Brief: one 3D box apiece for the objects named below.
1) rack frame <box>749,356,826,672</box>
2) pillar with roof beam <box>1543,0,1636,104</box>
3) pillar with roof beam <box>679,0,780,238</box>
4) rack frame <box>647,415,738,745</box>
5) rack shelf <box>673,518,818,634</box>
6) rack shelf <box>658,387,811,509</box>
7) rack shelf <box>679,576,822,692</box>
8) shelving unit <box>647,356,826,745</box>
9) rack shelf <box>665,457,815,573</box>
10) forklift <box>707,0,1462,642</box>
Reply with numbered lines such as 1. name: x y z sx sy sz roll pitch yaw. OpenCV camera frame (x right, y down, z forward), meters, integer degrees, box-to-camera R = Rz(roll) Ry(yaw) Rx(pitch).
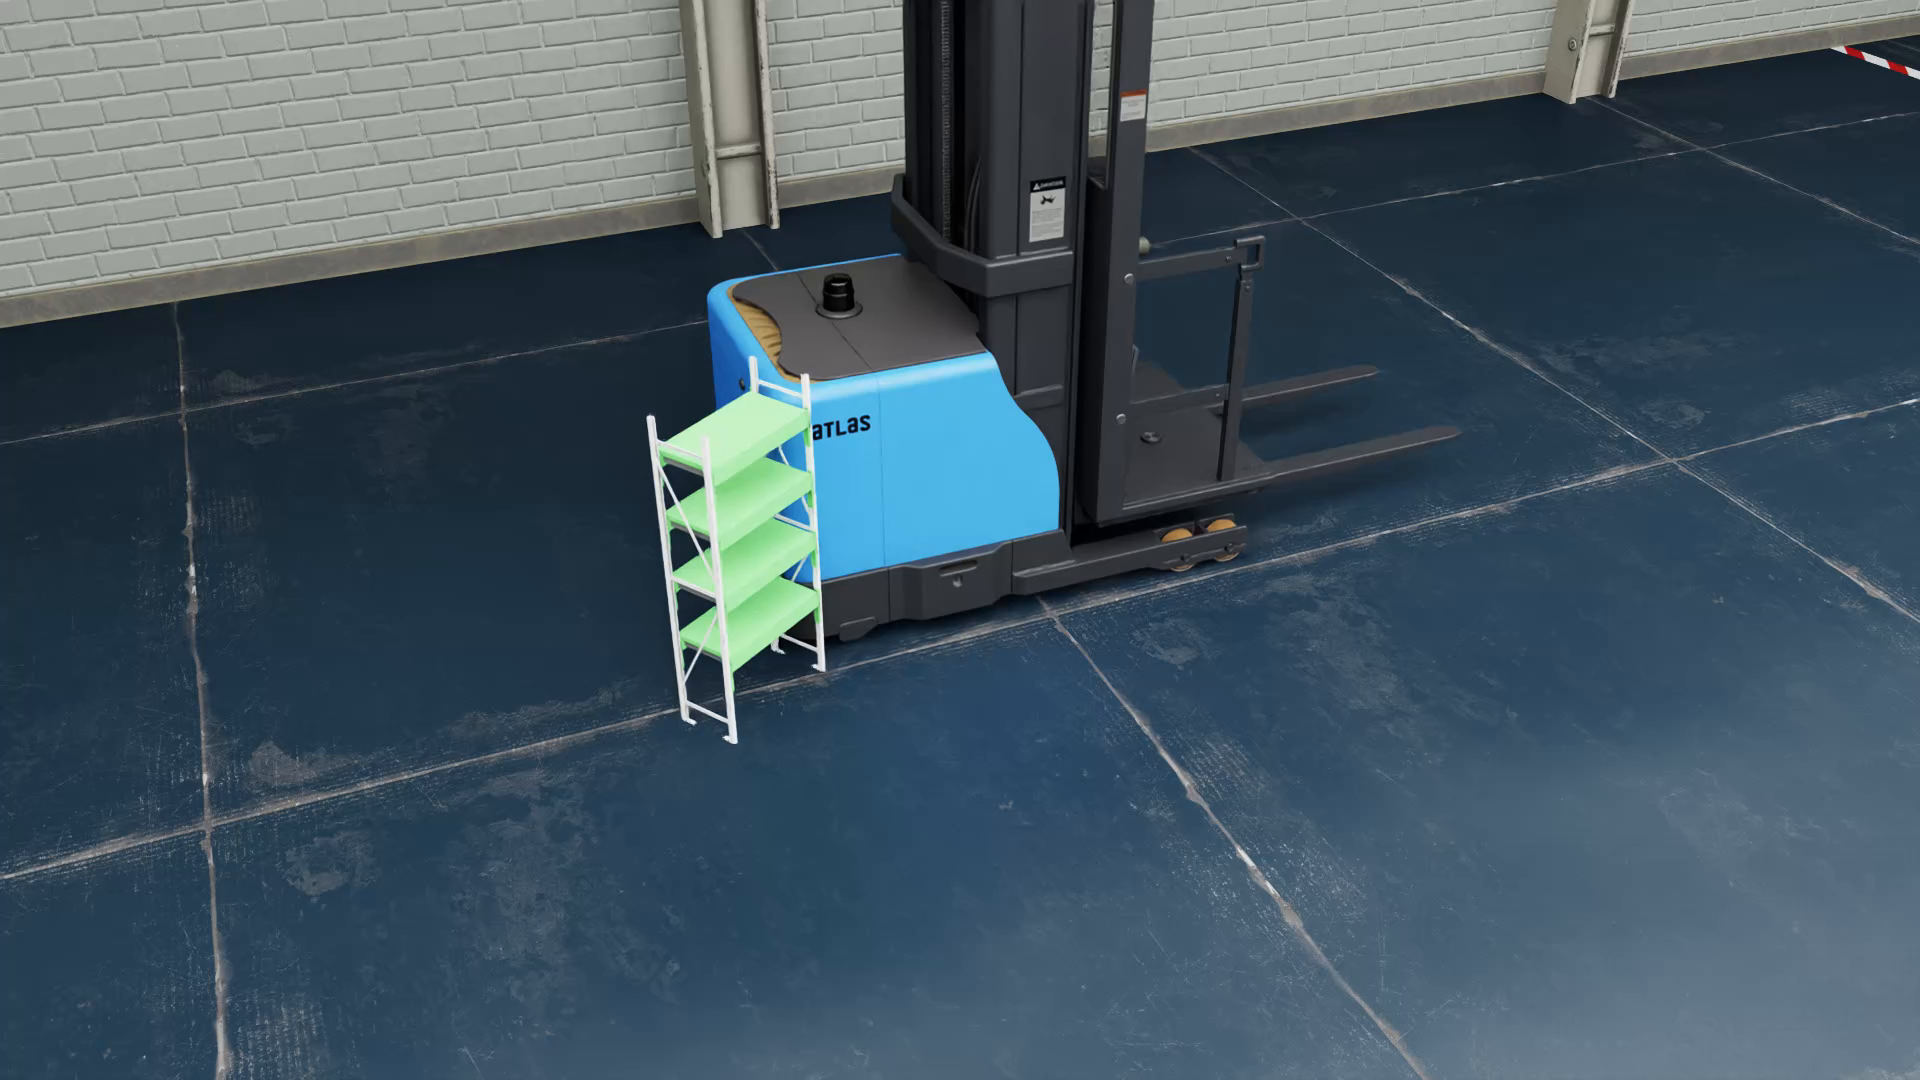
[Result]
1. rack frame: -0.591 -0.064 5.748 0.240 1.200 0.015 20 38 28
2. pillar with roof beam: 5.932 -4.691 5.709 0.400 9.000 9.100 -13 35 -19
3. pillar with roof beam: 0.399 -3.425 3.762 0.400 9.000 9.100 -13 35 -19
4. rack frame: -0.864 0.156 5.409 0.240 1.200 0.015 20 38 28
5. rack shelf: -0.728 0.100 5.614 0.258 0.148 0.480 20 38 28
6. rack shelf: -0.728 -0.303 5.352 0.258 0.148 0.480 20 38 28
7. rack shelf: -0.727 0.301 5.744 0.258 0.148 0.480 20 38 28
8. shelving unit: -0.728 0.046 5.579 0.258 1.200 0.503 20 38 28
9. rack shelf: -0.728 -0.101 5.483 0.258 0.148 0.480 20 38 28
10. forklift: 0.600 -1.359 6.151 3.031 2.935 1.130 -12 35 -18
